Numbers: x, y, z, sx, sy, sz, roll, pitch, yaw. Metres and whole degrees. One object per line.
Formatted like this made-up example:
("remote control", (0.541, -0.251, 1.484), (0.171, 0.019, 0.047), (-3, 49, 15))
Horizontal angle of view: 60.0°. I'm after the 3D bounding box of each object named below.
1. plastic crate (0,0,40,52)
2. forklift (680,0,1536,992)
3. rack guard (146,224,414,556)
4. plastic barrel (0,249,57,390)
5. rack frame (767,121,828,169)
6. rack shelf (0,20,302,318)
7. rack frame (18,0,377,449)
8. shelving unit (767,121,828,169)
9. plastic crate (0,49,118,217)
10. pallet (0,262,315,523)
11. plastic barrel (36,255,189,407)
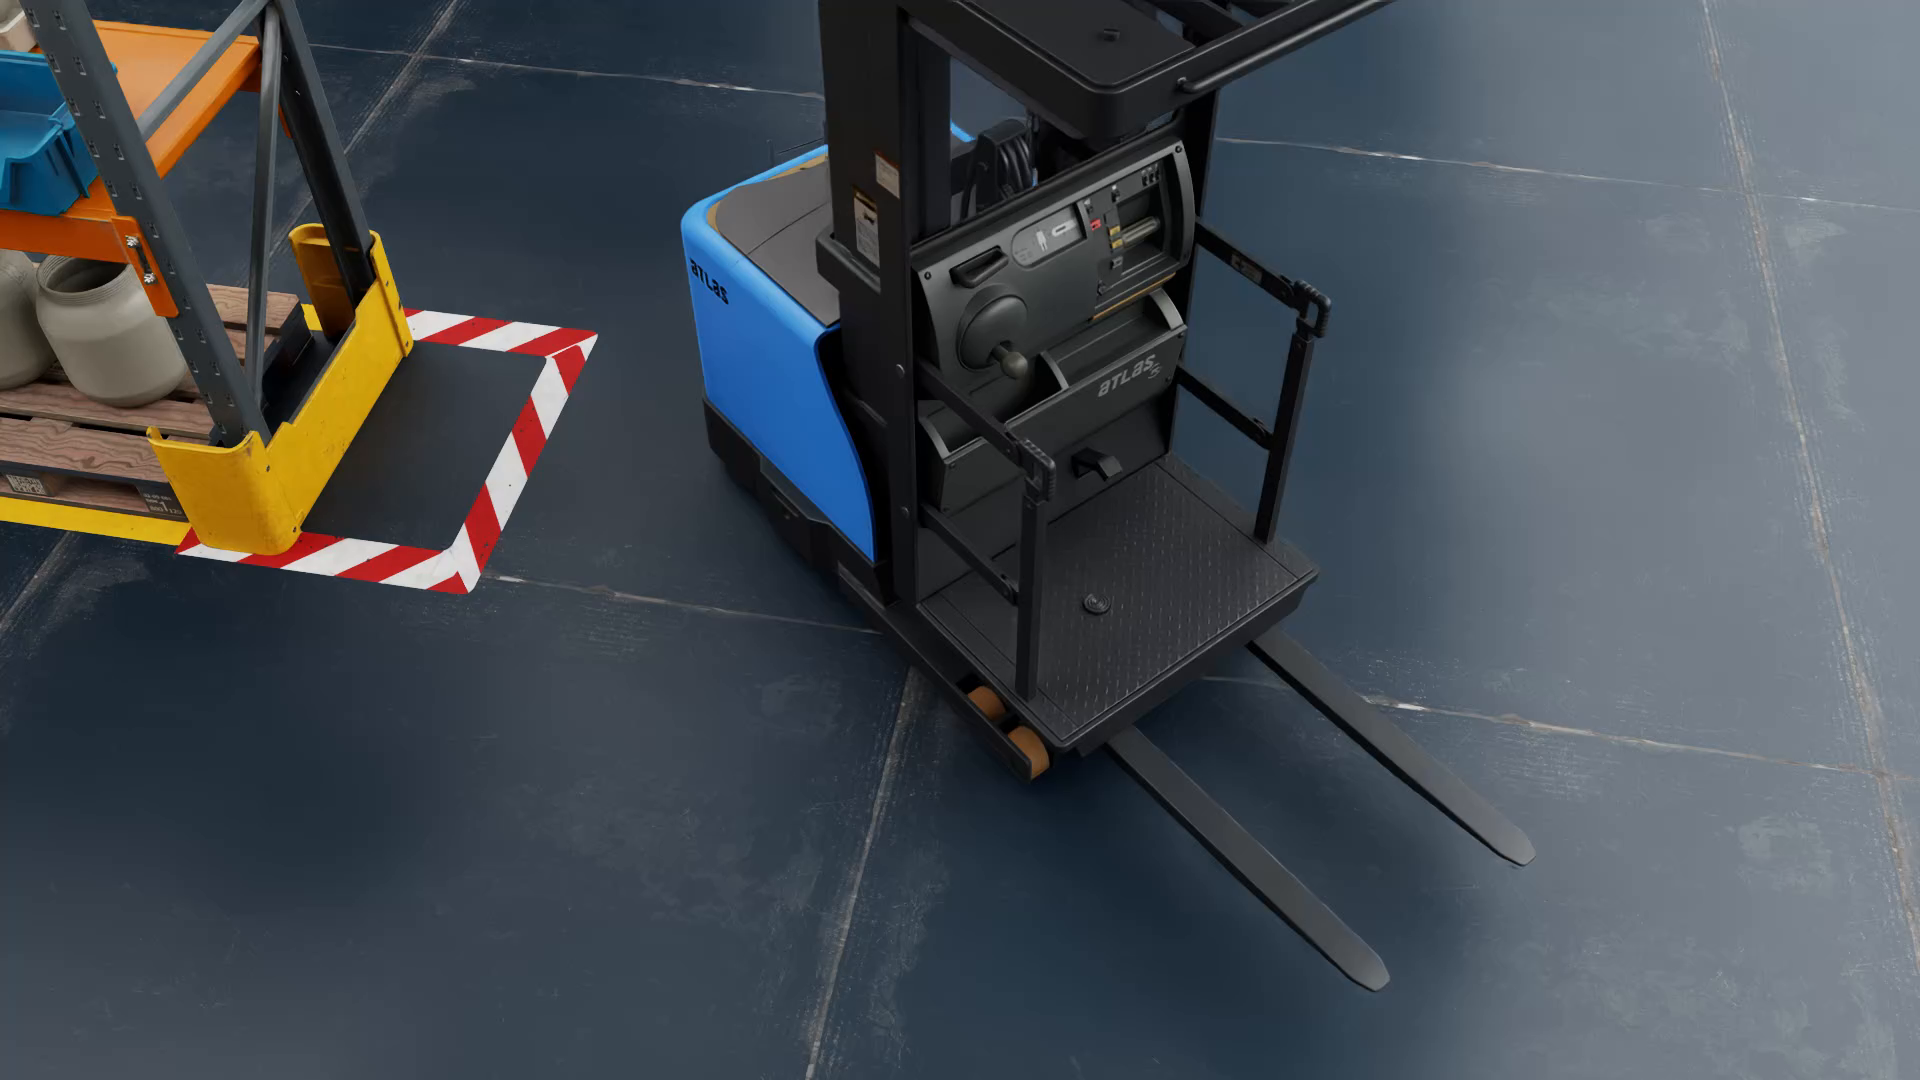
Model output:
("plastic crate", (-3.116, -1.681, 5.421), (0.250, 0.136, 0.298), (8, 49, 7))
("forklift", (0.410, -0.672, 4.384), (1.130, 2.935, 3.031), (-31, 55, -25))
("rack guard", (-2.376, -0.556, 5.913), (0.348, 0.500, 1.175), (8, 49, 7))
("plastic barrel", (-3.447, -0.822, 5.862), (0.421, 0.512, 0.421), (0, 48, 0))
("rack frame", (-0.550, -1.112, 6.146), (0.240, 0.900, 0.006), (-24, 48, -20))
("rack shelf", (-4.261, -1.440, 5.511), (4.000, 0.370, 1.077), (8, 49, 7))
("rack frame", (-2.293, -1.415, 5.005), (0.127, 3.000, 1.000), (8, 49, 7))
("shelving unit", (-0.497, -1.053, 6.081), (0.258, 0.900, 0.210), (-24, 48, -20))
("plastic crate", (-2.839, -1.213, 4.923), (0.616, 0.251, 0.499), (8, 49, 7))
("pallet", (-3.175, -0.570, 6.121), (1.213, 0.211, 1.003), (8, 49, 7))
("plastic barrel", (-2.954, -0.755, 5.802), (0.421, 0.512, 0.421), (0, 48, 0))
